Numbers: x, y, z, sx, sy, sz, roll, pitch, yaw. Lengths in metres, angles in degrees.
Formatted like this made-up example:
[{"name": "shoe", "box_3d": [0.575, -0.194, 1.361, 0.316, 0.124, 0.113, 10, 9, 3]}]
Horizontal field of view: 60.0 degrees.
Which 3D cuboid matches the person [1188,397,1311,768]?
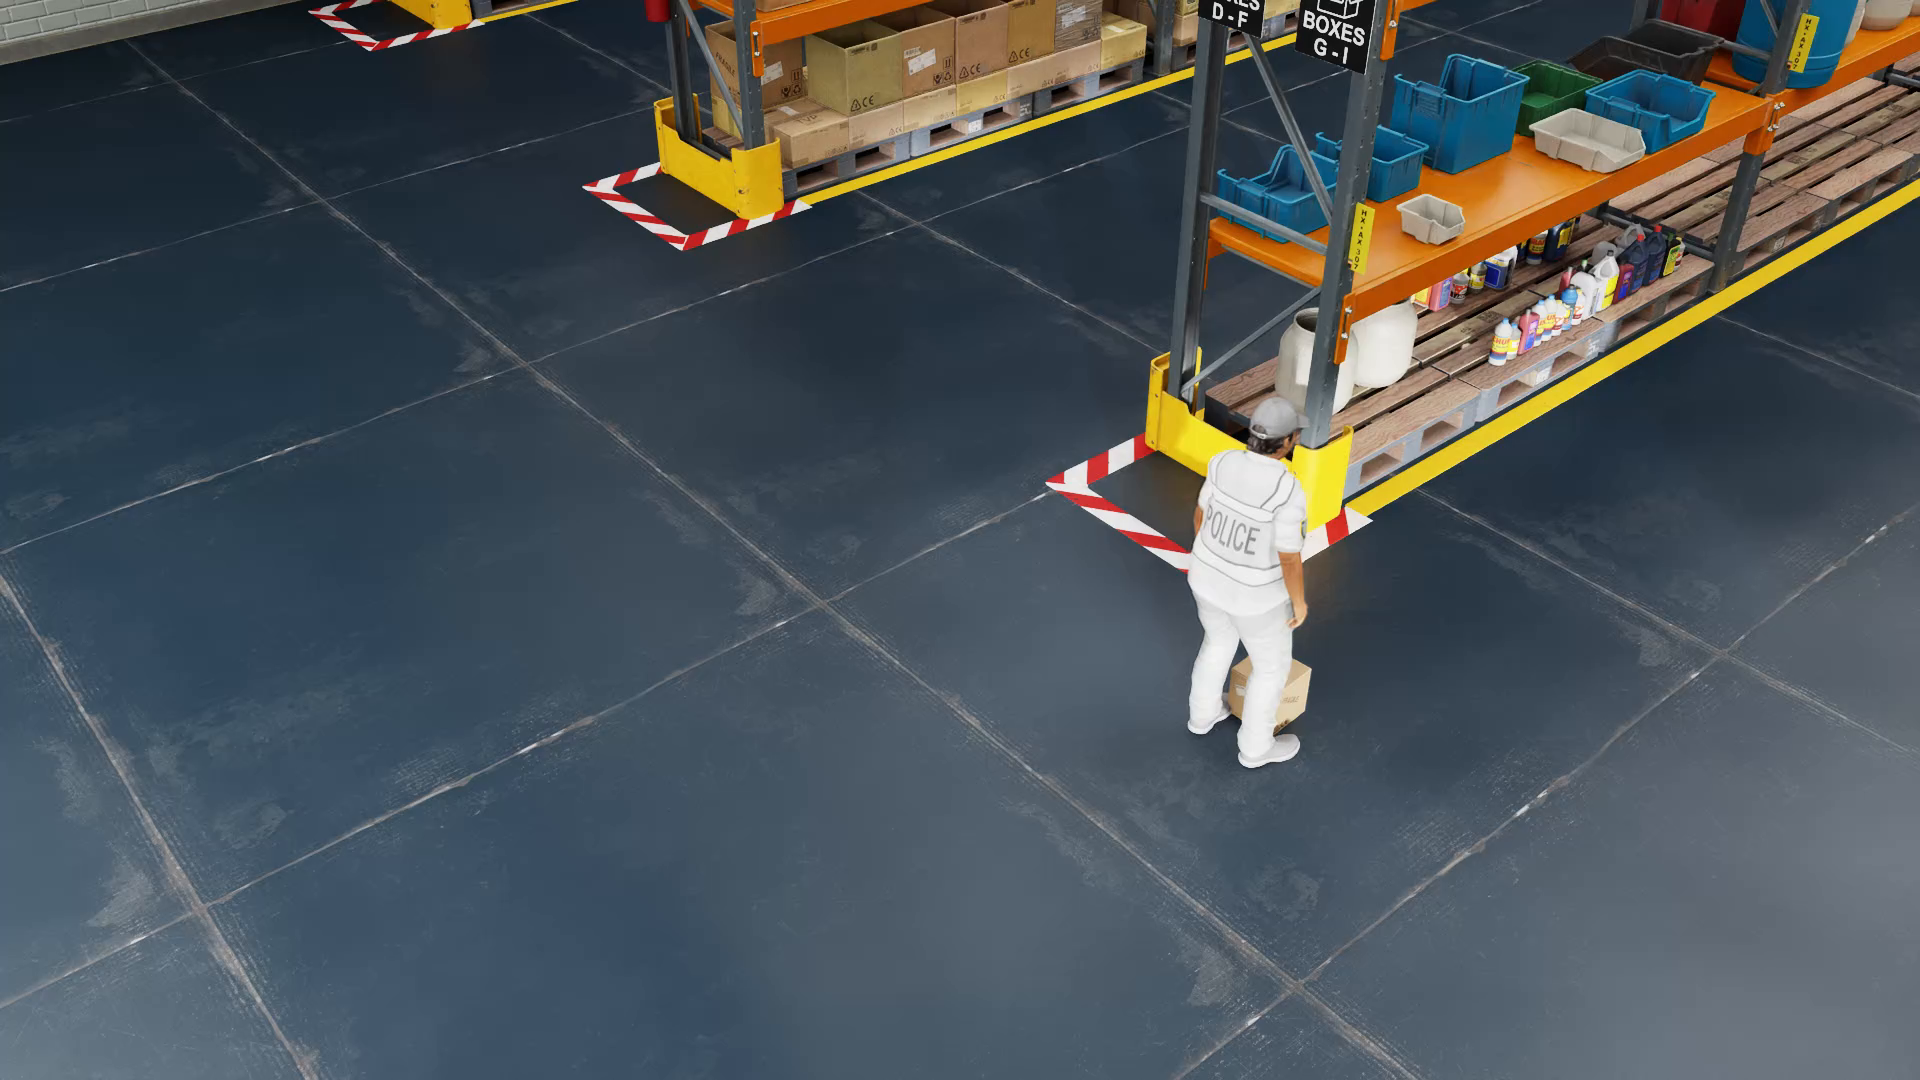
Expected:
[{"name": "person", "box_3d": [1.201, 0.175, 6.830, 0.468, 1.667, 0.557, -28, 44, -33]}]
